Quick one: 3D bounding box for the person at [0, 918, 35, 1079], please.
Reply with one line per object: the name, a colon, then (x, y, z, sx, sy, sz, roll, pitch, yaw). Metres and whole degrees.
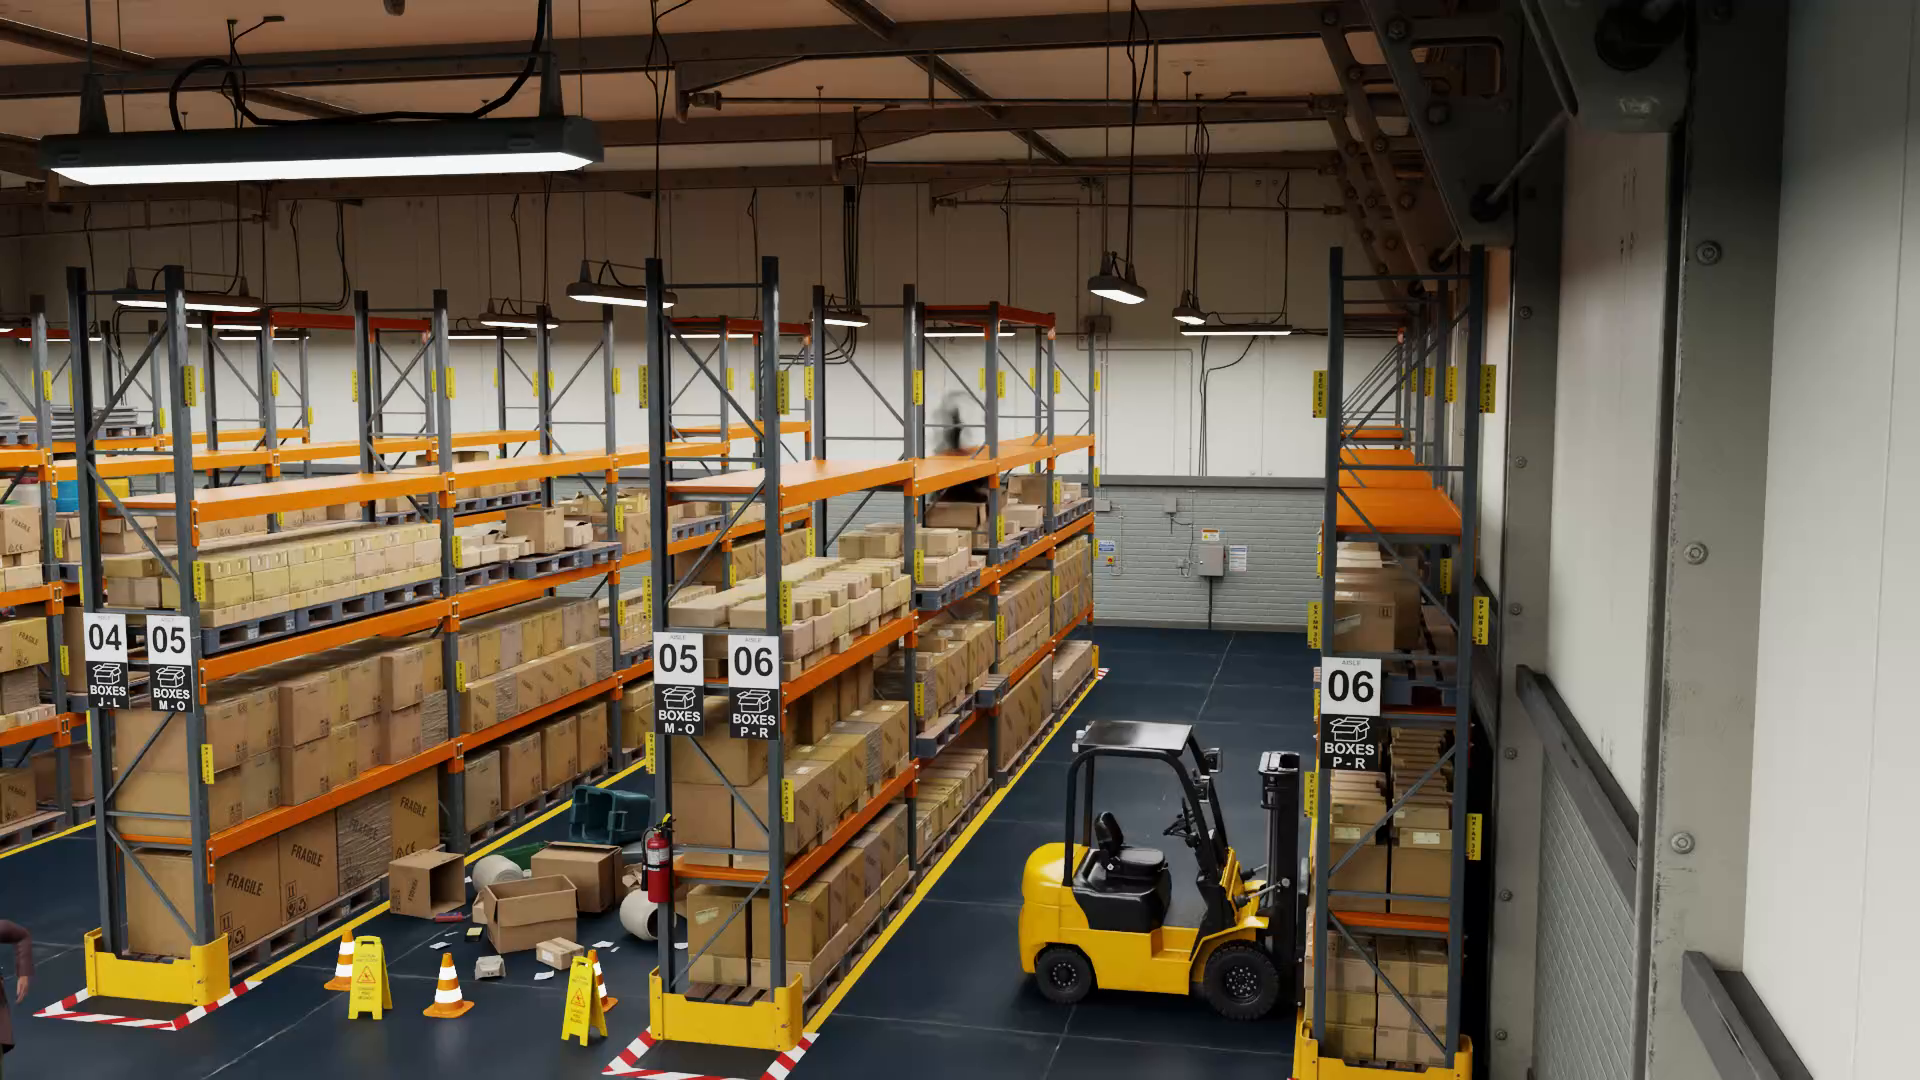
person: (-6.491, 3.182, 10.941, 0.728, 1.804, 0.960, -3, 7, -28)
